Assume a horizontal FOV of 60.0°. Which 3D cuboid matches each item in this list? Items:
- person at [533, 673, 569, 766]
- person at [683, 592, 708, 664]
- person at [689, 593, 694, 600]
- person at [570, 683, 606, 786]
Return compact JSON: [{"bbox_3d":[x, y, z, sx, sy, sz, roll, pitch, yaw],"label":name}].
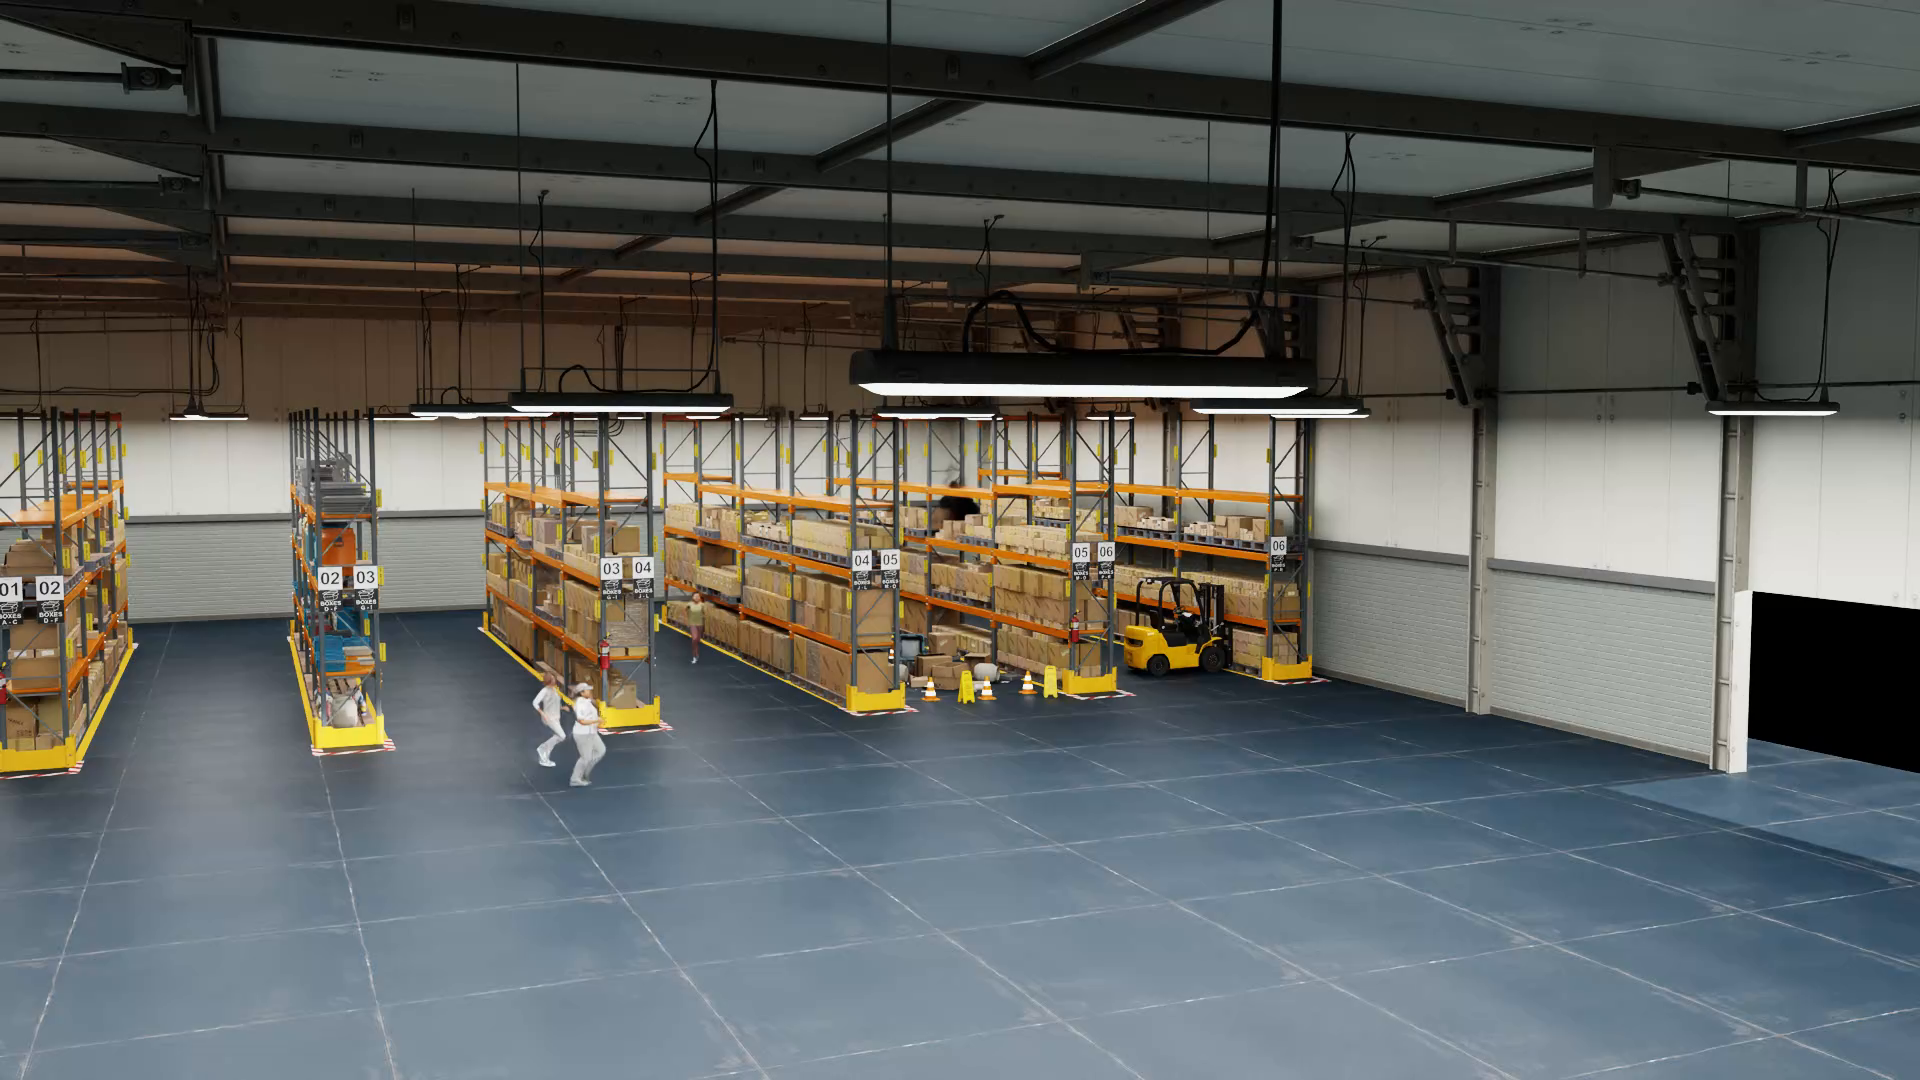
[{"bbox_3d":[-6.792,2.998,27.755,0.544,1.562,0.528,0,4,6],"label":"person"},{"bbox_3d":[-6.339,2.092,40.029,0.564,1.709,0.748,-2,4,-22],"label":"person"},{"bbox_3d":[-7.895,1.416,49.430,0.641,1.745,0.802,1,4,18],"label":"person"},{"bbox_3d":[-5.850,3.068,26.209,0.603,1.656,0.588,0,4,-2],"label":"person"}]
